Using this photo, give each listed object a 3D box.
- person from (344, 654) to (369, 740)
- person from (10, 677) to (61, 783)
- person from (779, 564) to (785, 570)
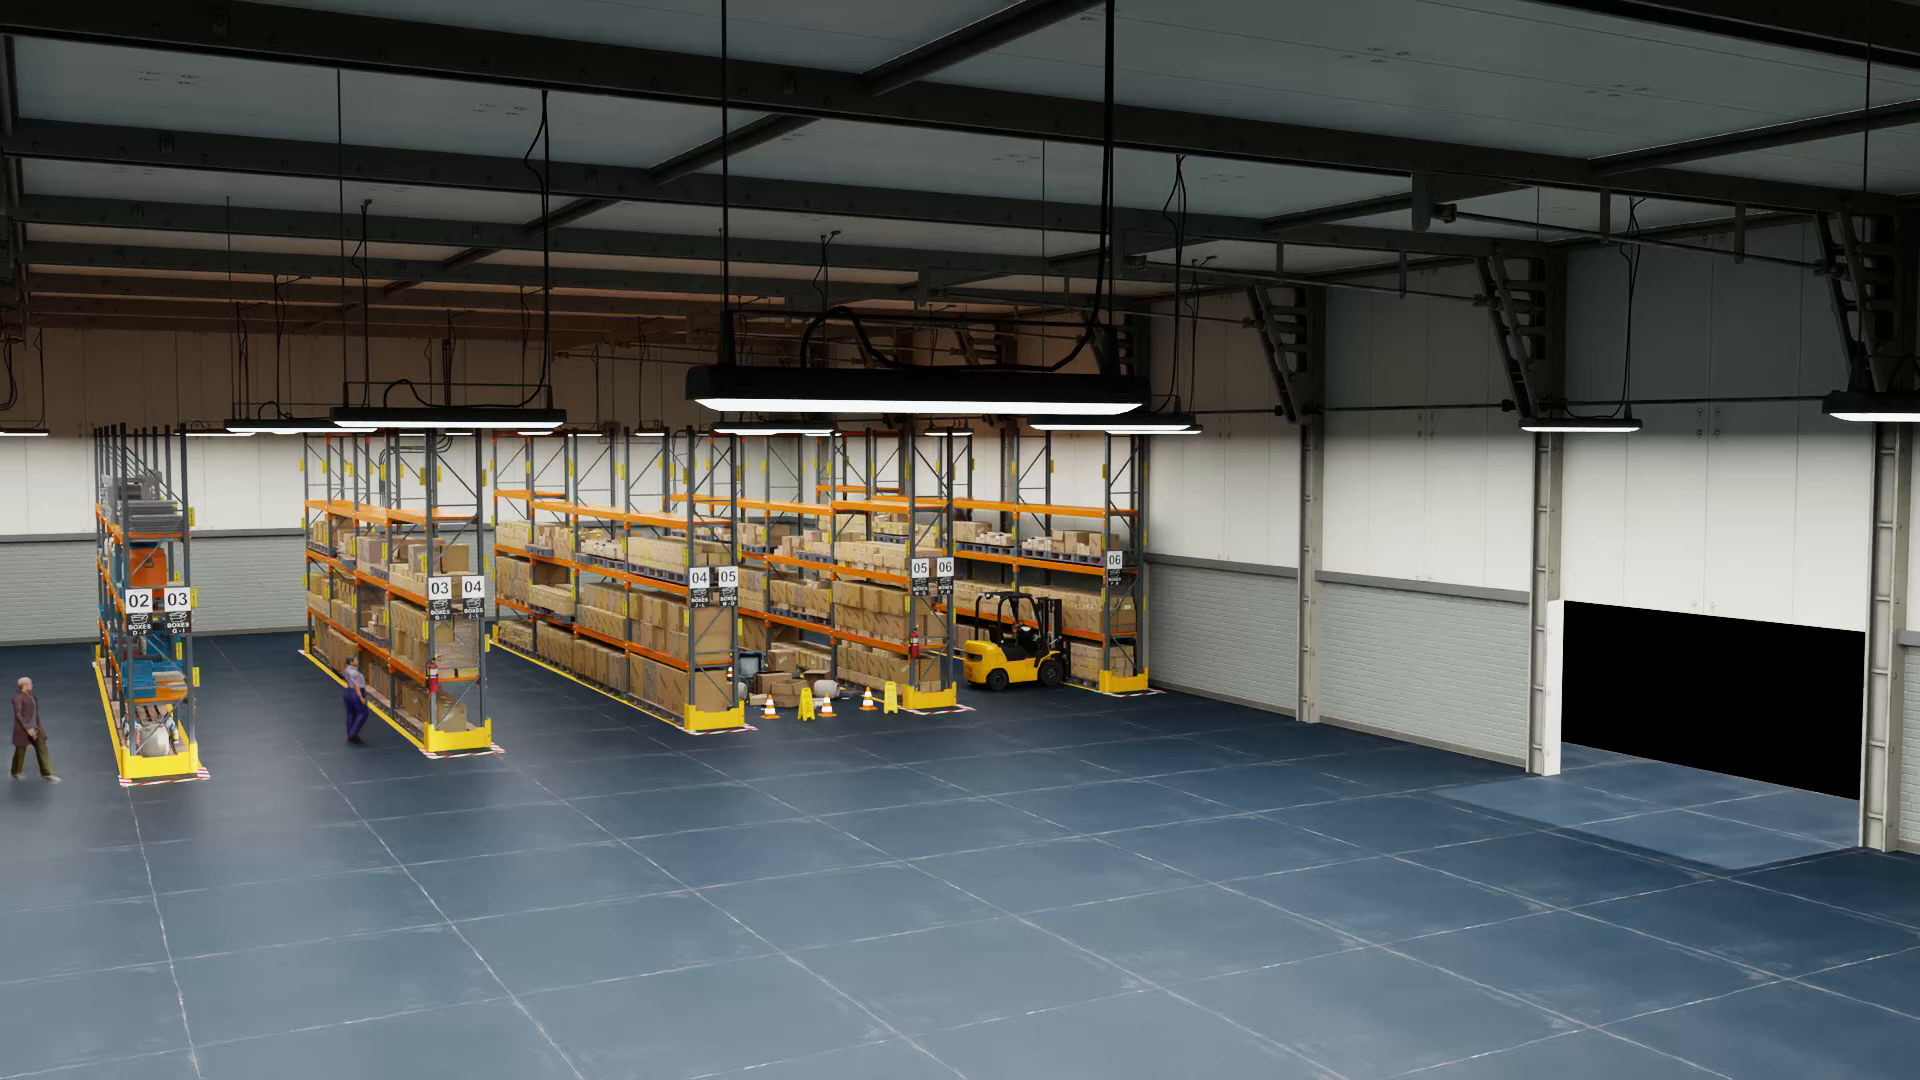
[{"bbox_3d":[-11.481,2.996,31.555,0.509,1.641,0.433,3,4,36],"label":"person"},{"bbox_3d":[-15.474,3.159,27.644,1.002,1.749,0.540,2,4,30],"label":"person"},{"bbox_3d":[-5.635,1.656,53.014,0.622,1.813,0.534,0,3,3],"label":"person"}]
